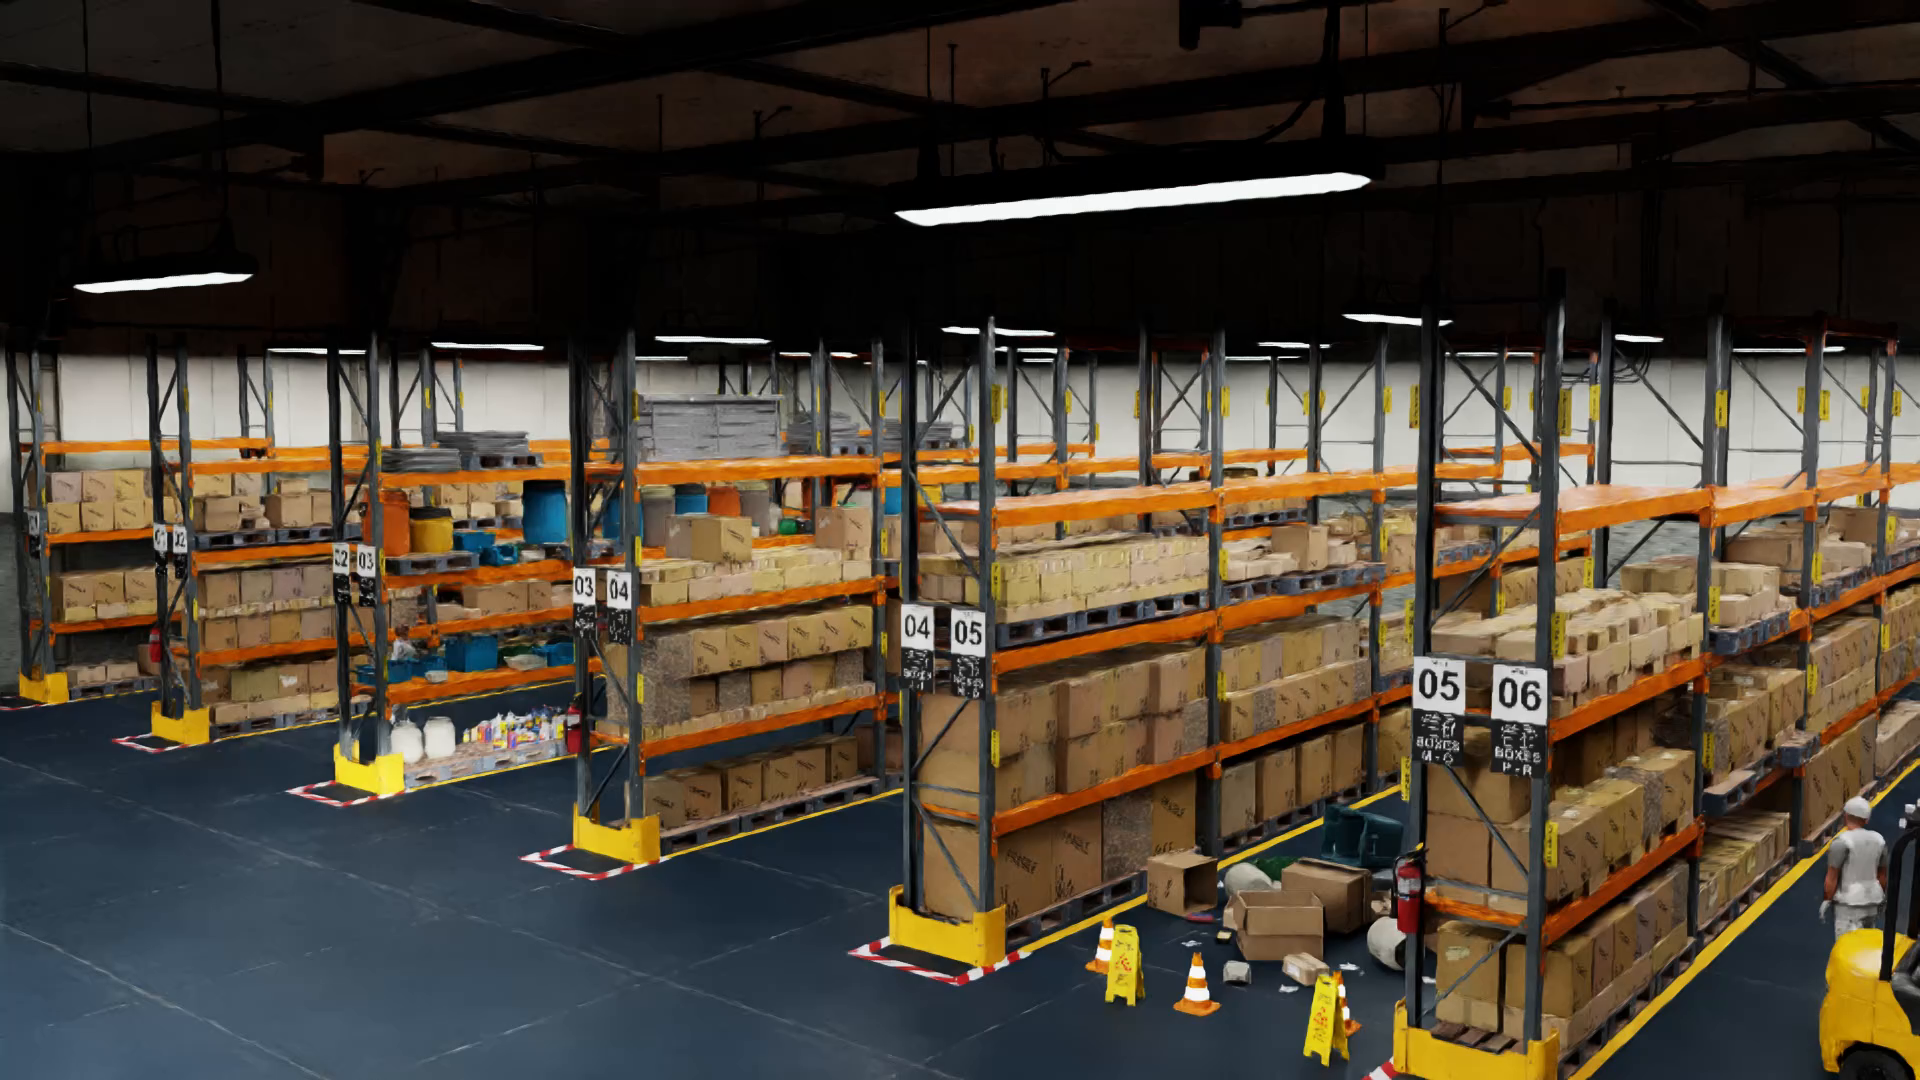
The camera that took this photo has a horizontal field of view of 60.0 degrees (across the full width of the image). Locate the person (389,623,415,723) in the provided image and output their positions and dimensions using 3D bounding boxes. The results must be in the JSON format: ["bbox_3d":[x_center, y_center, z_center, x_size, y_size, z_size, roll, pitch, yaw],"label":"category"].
[{"bbox_3d":[-8.584,2.072,25.566,0.407,1.594,0.452,1,5,11],"label":"person"}]

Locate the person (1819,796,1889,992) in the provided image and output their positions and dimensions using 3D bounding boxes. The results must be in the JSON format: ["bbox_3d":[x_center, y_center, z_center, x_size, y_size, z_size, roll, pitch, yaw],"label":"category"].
[{"bbox_3d":[7.434,3.014,13.866,0.655,1.784,0.577,-2,5,-20],"label":"person"}]
